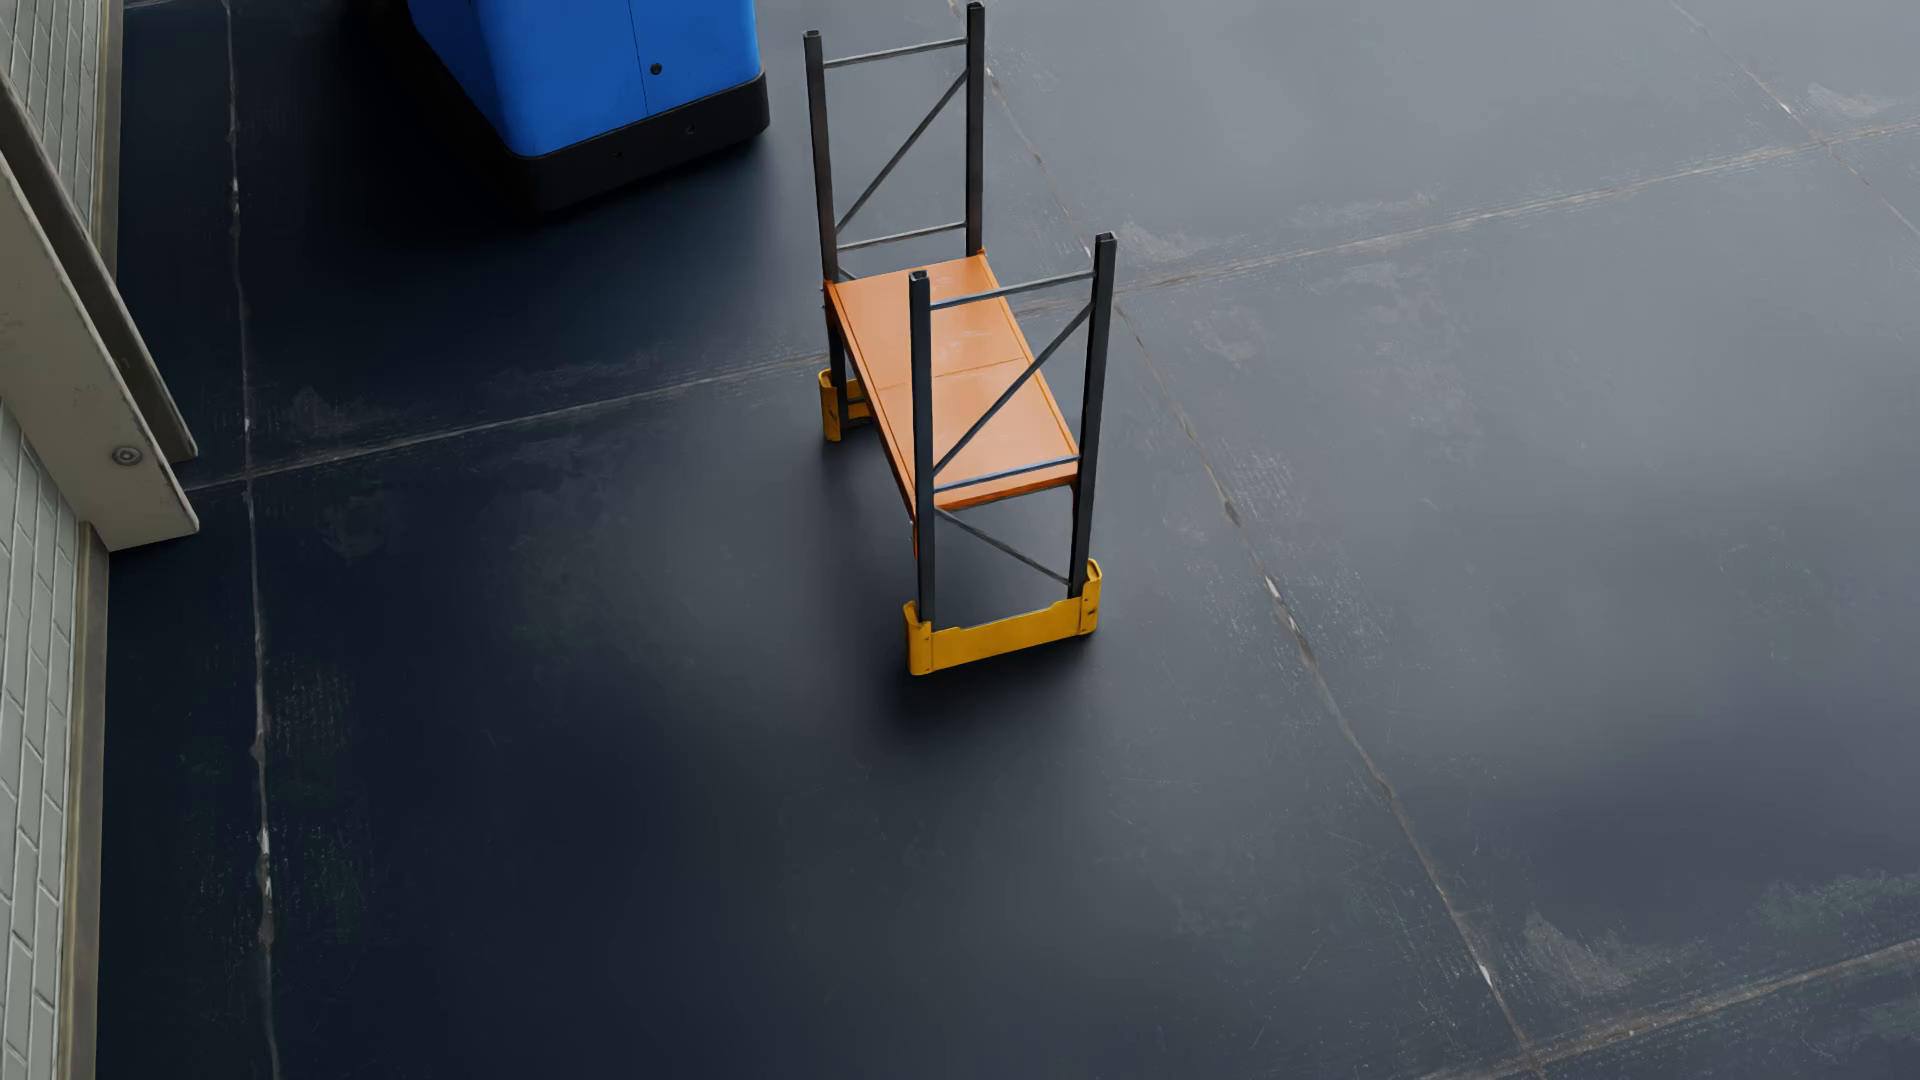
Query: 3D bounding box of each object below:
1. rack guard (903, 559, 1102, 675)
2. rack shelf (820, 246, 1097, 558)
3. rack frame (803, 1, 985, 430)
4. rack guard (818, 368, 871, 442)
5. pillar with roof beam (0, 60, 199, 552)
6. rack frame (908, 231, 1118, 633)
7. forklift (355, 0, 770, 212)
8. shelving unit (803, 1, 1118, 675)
[{"bbox_3d":[0.125,0.227,4.895,0.587,0.250,0.087,-13,51,-11],"label":"rack guard"},{"bbox_3d":[-0.025,-0.430,4.867,0.538,0.185,1.000,-13,51,-11],"label":"rack shelf"},{"bbox_3d":[-0.176,-0.917,5.042,0.500,1.500,0.032,-13,51,-11],"label":"rack frame"},{"bbox_3d":[-0.170,-0.500,5.508,0.587,0.250,0.087,-13,51,-11],"label":"rack guard"},{"bbox_3d":[1.494,-4.008,2.743,9.100,9.000,0.400,-13,51,-11],"label":"pillar with roof beam"},{"bbox_3d":[0.125,-0.174,4.416,0.500,1.500,0.032,-13,51,-11],"label":"rack frame"},{"bbox_3d":[-1.969,-3.277,6.095,1.130,2.935,3.031,-26,55,-20],"label":"forklift"},{"bbox_3d":[-0.023,-0.539,4.724,0.587,1.500,1.083,-13,51,-11],"label":"shelving unit"}]
